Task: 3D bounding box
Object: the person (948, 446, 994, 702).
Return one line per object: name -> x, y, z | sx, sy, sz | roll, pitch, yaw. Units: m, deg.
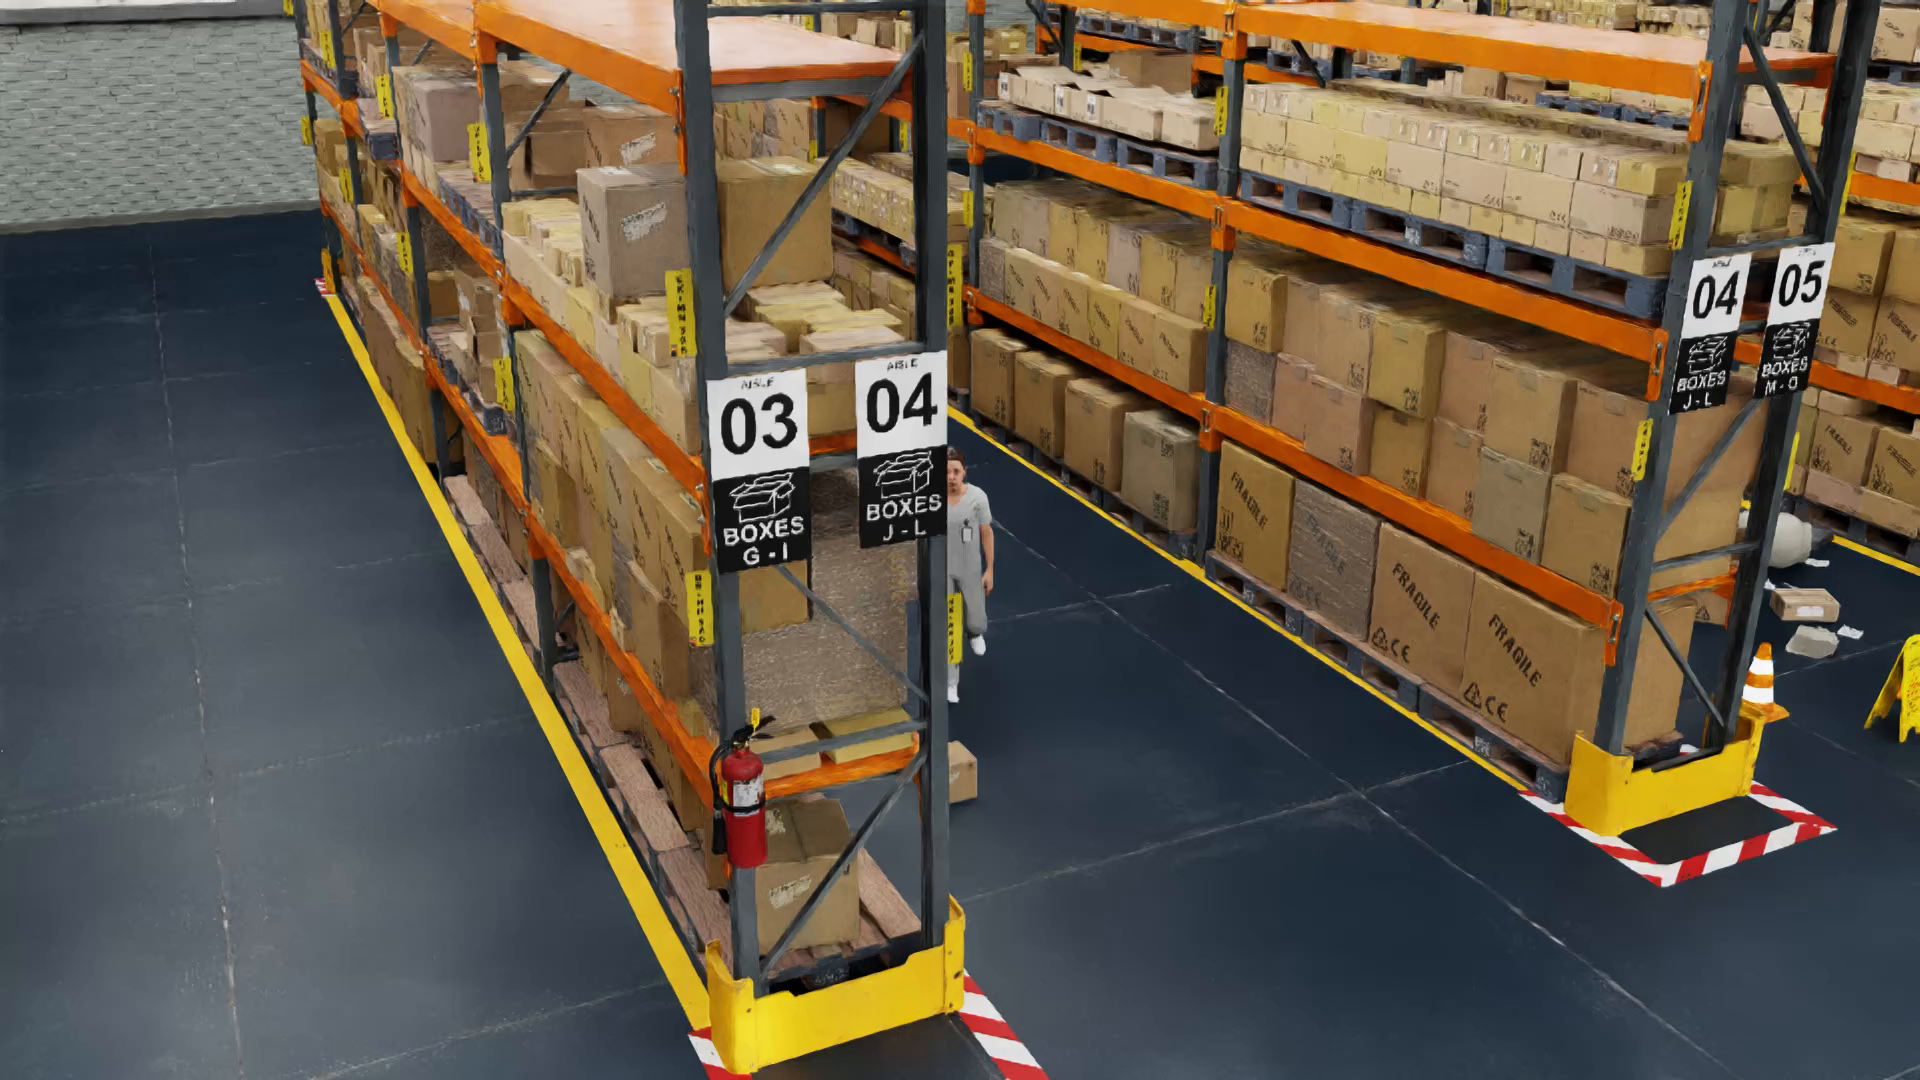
person -> -0.021, 0.275, 10.653 | 0.474, 1.403, 0.758 | 0, 22, 1
